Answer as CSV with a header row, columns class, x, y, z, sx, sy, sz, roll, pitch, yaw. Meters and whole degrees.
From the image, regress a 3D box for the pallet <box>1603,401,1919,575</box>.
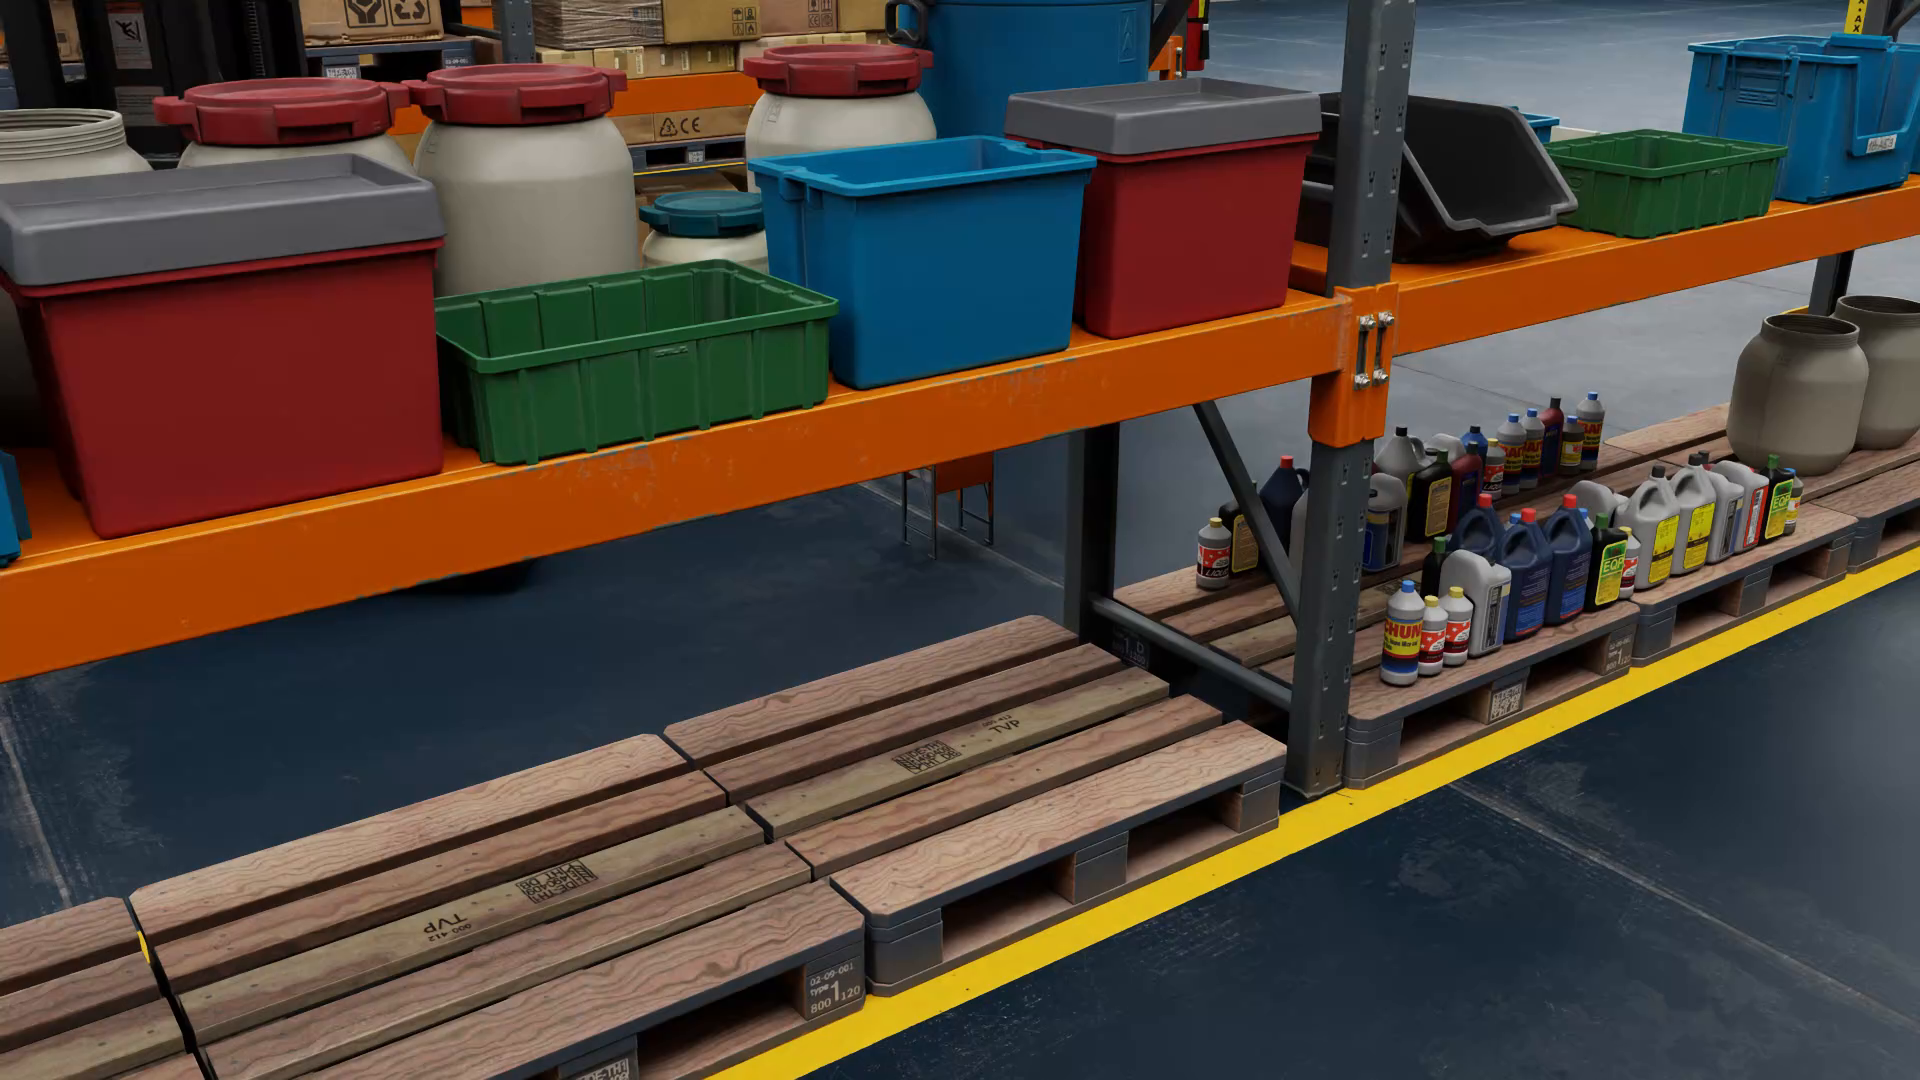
class,x,y,z,sx,sy,sz,roll,pitch,yaw
pallet,3.194,-0.256,6.252,1.213,0.211,1.003,-15,26,-33

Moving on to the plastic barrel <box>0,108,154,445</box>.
class,x,y,z,sx,sy,sz,roll,pitch,yaw
plastic barrel,-1.551,-0.454,2.836,0.421,0.512,0.421,0,22,0

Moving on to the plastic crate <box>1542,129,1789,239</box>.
class,x,y,z,sx,sy,sz,roll,pitch,yaw
plastic crate,1.910,-1.000,4.642,0.662,0.188,0.450,-15,26,-33

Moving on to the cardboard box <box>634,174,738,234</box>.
class,x,y,z,sx,sy,sz,roll,pitch,yaw
cardboard box,-1.441,-1.615,8.702,0.500,0.500,0.500,-7,23,-16

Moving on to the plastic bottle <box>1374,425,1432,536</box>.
class,x,y,z,sx,sy,sz,roll,pitch,yaw
plastic bottle,1.416,-0.201,5.334,0.185,0.351,0.144,-15,26,-33

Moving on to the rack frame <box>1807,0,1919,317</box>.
class,x,y,z,sx,sy,sz,roll,pitch,yaw
rack frame,3.890,-1.756,6.249,0.127,3.000,1.000,-15,26,-33

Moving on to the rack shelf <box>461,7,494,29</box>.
class,x,y,z,sx,sy,sz,roll,pitch,yaw
rack shelf,-3.440,-3.993,12.826,4.000,0.370,1.077,-15,26,-33

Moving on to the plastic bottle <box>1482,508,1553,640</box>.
class,x,y,z,sx,sy,sz,roll,pitch,yaw
plastic bottle,1.541,0.086,4.613,0.185,0.351,0.144,-14,26,-31

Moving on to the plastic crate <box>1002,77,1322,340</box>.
class,x,y,z,sx,sy,sz,roll,pitch,yaw
plastic crate,0.429,-0.723,3.574,0.583,0.464,0.402,-15,26,-33

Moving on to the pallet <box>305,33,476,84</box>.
class,x,y,z,sx,sy,sz,roll,pitch,yaw
pallet,-2.954,-2.169,7.544,1.213,0.211,1.003,-15,26,-33

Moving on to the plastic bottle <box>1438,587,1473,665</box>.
class,x,y,z,sx,sy,sz,roll,pitch,yaw
plastic bottle,1.323,0.224,4.469,0.097,0.201,0.097,0,22,0

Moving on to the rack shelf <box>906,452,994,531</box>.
class,x,y,z,sx,sy,sz,roll,pitch,yaw
rack shelf,-0.043,-0.208,5.780,0.240,0.259,0.215,-15,26,-33

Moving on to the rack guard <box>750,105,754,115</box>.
class,x,y,z,sx,sy,sz,roll,pitch,yaw
rack guard,-1.797,-3.604,14.254,0.348,0.500,1.175,-15,26,-33

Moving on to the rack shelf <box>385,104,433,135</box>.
class,x,y,z,sx,sy,sz,roll,pitch,yaw
rack shelf,-3.873,-1.613,6.862,4.000,0.370,1.077,-15,26,-33

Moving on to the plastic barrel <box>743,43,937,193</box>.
class,x,y,z,sx,sy,sz,roll,pitch,yaw
plastic barrel,-0.261,-0.812,3.700,0.433,0.535,0.433,0,22,0

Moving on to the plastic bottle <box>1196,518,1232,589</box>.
class,x,y,z,sx,sy,sz,roll,pitch,yaw
plastic bottle,0.756,0.033,4.948,0.097,0.201,0.097,0,22,0

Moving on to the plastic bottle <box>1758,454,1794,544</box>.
class,x,y,z,sx,sy,sz,roll,pitch,yaw
plastic bottle,2.571,-0.138,5.267,0.133,0.283,0.061,-14,26,-32

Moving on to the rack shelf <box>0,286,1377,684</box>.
class,x,y,z,sx,sy,sz,roll,pitch,yaw
rack shelf,-0.980,-0.123,3.128,4.000,0.370,1.077,-15,26,-33

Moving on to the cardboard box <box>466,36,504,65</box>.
class,x,y,z,sx,sy,sz,roll,pitch,yaw
cardboard box,-2.246,-2.398,8.198,0.250,0.149,0.380,-15,26,-33

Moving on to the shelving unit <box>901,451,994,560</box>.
class,x,y,z,sx,sy,sz,roll,pitch,yaw
shelving unit,-0.043,-0.476,5.673,0.252,1.050,0.215,-15,26,-33

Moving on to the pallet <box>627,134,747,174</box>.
class,x,y,z,sx,sy,sz,roll,pitch,yaw
pallet,-2.420,-3.268,13.801,1.213,0.211,1.003,-15,26,-33

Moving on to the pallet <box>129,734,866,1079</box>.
class,x,y,z,sx,sy,sz,roll,pitch,yaw
pallet,-0.962,0.853,3.475,1.213,0.211,1.003,-15,26,-33

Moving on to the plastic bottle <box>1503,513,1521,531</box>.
class,x,y,z,sx,sy,sz,roll,pitch,yaw
plastic bottle,1.588,0.055,4.798,0.097,0.271,0.097,0,22,0

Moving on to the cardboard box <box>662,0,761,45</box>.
class,x,y,z,sx,sy,sz,roll,pitch,yaw
cardboard box,-1.421,-2.741,8.182,0.500,0.500,0.875,-15,26,-33

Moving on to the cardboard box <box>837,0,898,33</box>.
class,x,y,z,sx,sy,sz,roll,pitch,yaw
cardboard box,-0.644,-2.975,8.769,0.500,0.500,0.875,-15,26,-33

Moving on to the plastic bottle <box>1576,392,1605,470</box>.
class,x,y,z,sx,sy,sz,roll,pitch,yaw
plastic bottle,2.237,-0.394,5.924,0.097,0.271,0.097,0,22,0

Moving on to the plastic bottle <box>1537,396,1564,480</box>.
class,x,y,z,sx,sy,sz,roll,pitch,yaw
plastic bottle,2.042,-0.356,5.813,0.133,0.283,0.061,-14,26,-32

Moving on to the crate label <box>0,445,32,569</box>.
class,x,y,z,sx,sy,sz,roll,pitch,yaw
crate label,-1.639,-0.174,2.238,0.616,0.435,0.502,-15,26,-33

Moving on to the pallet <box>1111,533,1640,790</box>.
class,x,y,z,sx,sy,sz,roll,pitch,yaw
pallet,1.213,0.272,4.929,1.213,0.211,1.003,-15,26,-33

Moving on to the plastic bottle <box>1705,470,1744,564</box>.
class,x,y,z,sx,sy,sz,roll,pitch,yaw
plastic bottle,2.322,-0.089,5.154,0.135,0.276,0.152,-16,27,-34

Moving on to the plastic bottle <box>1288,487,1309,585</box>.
class,x,y,z,sx,sy,sz,roll,pitch,yaw
plastic bottle,1.082,-0.047,4.946,0.185,0.351,0.144,-15,26,-33

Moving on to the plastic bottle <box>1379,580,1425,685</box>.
class,x,y,z,sx,sy,sz,roll,pitch,yaw
plastic bottle,1.158,0.236,4.346,0.097,0.271,0.097,0,22,0

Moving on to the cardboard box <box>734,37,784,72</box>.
class,x,y,z,sx,sy,sz,roll,pitch,yaw
cardboard box,-1.077,-2.431,8.279,0.250,0.149,0.380,-15,26,-33

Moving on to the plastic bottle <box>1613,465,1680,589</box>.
class,x,y,z,sx,sy,sz,roll,pitch,yaw
plastic bottle,2.039,-0.047,4.946,0.185,0.351,0.144,-15,26,-33

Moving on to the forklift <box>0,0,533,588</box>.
class,x,y,z,sx,sy,sz,roll,pitch,yaw
forklift,-2.939,-1.366,5.366,3.031,2.935,1.130,0,22,0

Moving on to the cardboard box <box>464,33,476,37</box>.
class,x,y,z,sx,sy,sz,roll,pitch,yaw
cardboard box,-3.783,-3.414,12.704,0.875,0.875,0.875,-15,26,-32

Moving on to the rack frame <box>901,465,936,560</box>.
class,x,y,z,sx,sy,sz,roll,pitch,yaw
rack frame,-0.142,-0.450,5.607,0.008,1.050,0.200,-15,26,-33

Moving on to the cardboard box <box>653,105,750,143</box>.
class,x,y,z,sx,sy,sz,roll,pitch,yaw
cardboard box,-2.329,-3.801,13.676,0.875,0.875,0.875,-15,26,-33

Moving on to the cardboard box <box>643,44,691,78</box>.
class,x,y,z,sx,sy,sz,roll,pitch,yaw
cardboard box,-1.502,-2.332,8.032,0.250,0.149,0.380,-15,26,-33

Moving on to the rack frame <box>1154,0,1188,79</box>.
class,x,y,z,sx,sy,sz,roll,pitch,yaw
rack frame,0.998,-3.246,9.983,0.127,3.000,1.000,-15,26,-33

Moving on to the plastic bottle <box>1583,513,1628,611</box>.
class,x,y,z,sx,sy,sz,roll,pitch,yaw
plastic bottle,1.853,0.054,4.786,0.133,0.283,0.061,-14,25,-31

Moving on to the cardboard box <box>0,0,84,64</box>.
class,x,y,z,sx,sy,sz,roll,pitch,yaw
cardboard box,-3.602,-2.220,6.706,0.637,0.503,0.797,-12,25,-27

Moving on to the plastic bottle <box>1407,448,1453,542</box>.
class,x,y,z,sx,sy,sz,roll,pitch,yaw
plastic bottle,1.497,-0.145,5.284,0.133,0.283,0.061,-15,26,-33

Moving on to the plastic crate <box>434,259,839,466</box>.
class,x,y,z,sx,sy,sz,roll,pitch,yaw
plastic crate,-0.605,-0.330,2.961,0.662,0.188,0.450,-15,26,-33

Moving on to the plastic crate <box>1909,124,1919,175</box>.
class,x,y,z,sx,sy,sz,roll,pitch,yaw
plastic crate,3.128,-1.349,5.431,0.408,0.251,0.499,-15,26,-33

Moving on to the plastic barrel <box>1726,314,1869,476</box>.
class,x,y,z,sx,sy,sz,roll,pitch,yaw
plastic barrel,2.994,-0.521,5.946,0.421,0.512,0.421,0,22,0

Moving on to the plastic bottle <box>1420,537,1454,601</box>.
class,x,y,z,sx,sy,sz,roll,pitch,yaw
plastic bottle,1.342,0.120,4.619,0.133,0.283,0.061,-15,26,-33

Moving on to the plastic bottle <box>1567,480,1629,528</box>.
class,x,y,z,sx,sy,sz,roll,pitch,yaw
plastic bottle,1.932,-0.051,5.058,0.135,0.276,0.152,-15,26,-33

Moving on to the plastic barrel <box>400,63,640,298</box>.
class,x,y,z,sx,sy,sz,roll,pitch,yaw
plastic barrel,-0.857,-0.653,3.302,0.433,0.535,0.433,0,22,0

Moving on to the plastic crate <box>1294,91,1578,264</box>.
class,x,y,z,sx,sy,sz,roll,pitch,yaw
plastic crate,1.143,-0.936,4.279,0.504,0.338,0.767,-15,26,-33

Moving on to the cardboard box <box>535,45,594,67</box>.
class,x,y,z,sx,sy,sz,roll,pitch,yaw
cardboard box,-1.899,-2.219,7.750,0.250,0.149,0.380,-15,26,-33

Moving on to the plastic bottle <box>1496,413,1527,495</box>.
class,x,y,z,sx,sy,sz,roll,pitch,yaw
plastic bottle,1.877,-0.298,5.684,0.097,0.271,0.097,0,22,0

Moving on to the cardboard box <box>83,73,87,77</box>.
class,x,y,z,sx,sy,sz,roll,pitch,yaw
cardboard box,-5.515,-2.883,11.542,0.750,0.750,1.050,-15,26,-33

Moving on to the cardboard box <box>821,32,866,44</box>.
class,x,y,z,sx,sy,sz,roll,pitch,yaw
cardboard box,-0.689,-2.548,8.573,0.250,0.149,0.380,-15,26,-33

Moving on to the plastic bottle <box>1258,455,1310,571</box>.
class,x,y,z,sx,sy,sz,roll,pitch,yaw
plastic bottle,0.998,-0.090,5.055,0.185,0.351,0.144,-16,27,-34

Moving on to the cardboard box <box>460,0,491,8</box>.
class,x,y,z,sx,sy,sz,roll,pitch,yaw
cardboard box,-3.831,-4.254,12.308,0.550,0.550,0.875,-15,26,-33

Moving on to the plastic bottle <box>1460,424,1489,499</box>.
class,x,y,z,sx,sy,sz,roll,pitch,yaw
plastic bottle,1.713,-0.254,5.574,0.097,0.271,0.097,0,22,0
